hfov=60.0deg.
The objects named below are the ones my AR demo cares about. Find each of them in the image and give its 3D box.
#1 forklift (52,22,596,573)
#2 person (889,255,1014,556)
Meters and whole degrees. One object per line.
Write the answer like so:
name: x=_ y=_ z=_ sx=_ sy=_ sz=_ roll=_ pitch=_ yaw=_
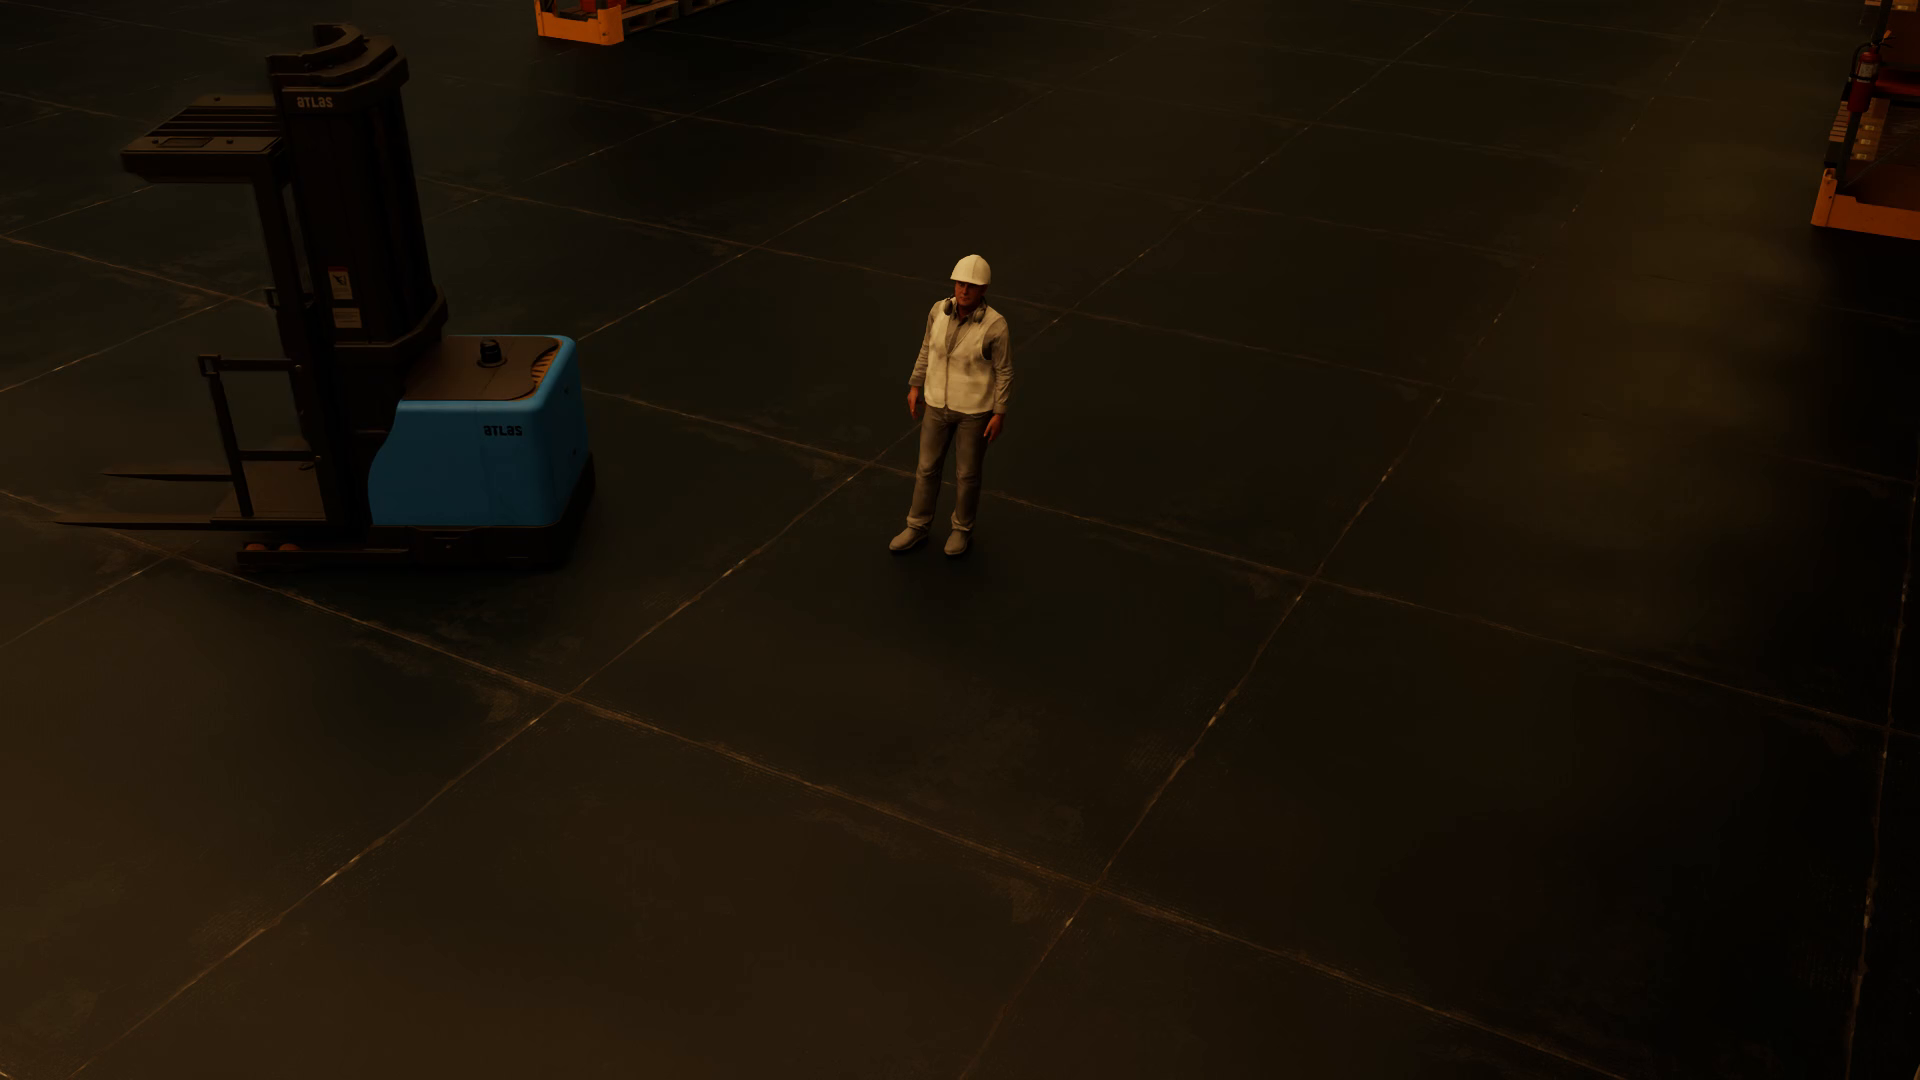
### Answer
forklift: x=-3.808 y=-1.343 z=9.398 sx=3.031 sy=2.935 sz=1.130 roll=0 pitch=30 yaw=1
person: x=-0.037 y=-0.749 z=9.511 sx=0.634 sy=1.775 sz=0.566 roll=15 pitch=33 yaw=25
